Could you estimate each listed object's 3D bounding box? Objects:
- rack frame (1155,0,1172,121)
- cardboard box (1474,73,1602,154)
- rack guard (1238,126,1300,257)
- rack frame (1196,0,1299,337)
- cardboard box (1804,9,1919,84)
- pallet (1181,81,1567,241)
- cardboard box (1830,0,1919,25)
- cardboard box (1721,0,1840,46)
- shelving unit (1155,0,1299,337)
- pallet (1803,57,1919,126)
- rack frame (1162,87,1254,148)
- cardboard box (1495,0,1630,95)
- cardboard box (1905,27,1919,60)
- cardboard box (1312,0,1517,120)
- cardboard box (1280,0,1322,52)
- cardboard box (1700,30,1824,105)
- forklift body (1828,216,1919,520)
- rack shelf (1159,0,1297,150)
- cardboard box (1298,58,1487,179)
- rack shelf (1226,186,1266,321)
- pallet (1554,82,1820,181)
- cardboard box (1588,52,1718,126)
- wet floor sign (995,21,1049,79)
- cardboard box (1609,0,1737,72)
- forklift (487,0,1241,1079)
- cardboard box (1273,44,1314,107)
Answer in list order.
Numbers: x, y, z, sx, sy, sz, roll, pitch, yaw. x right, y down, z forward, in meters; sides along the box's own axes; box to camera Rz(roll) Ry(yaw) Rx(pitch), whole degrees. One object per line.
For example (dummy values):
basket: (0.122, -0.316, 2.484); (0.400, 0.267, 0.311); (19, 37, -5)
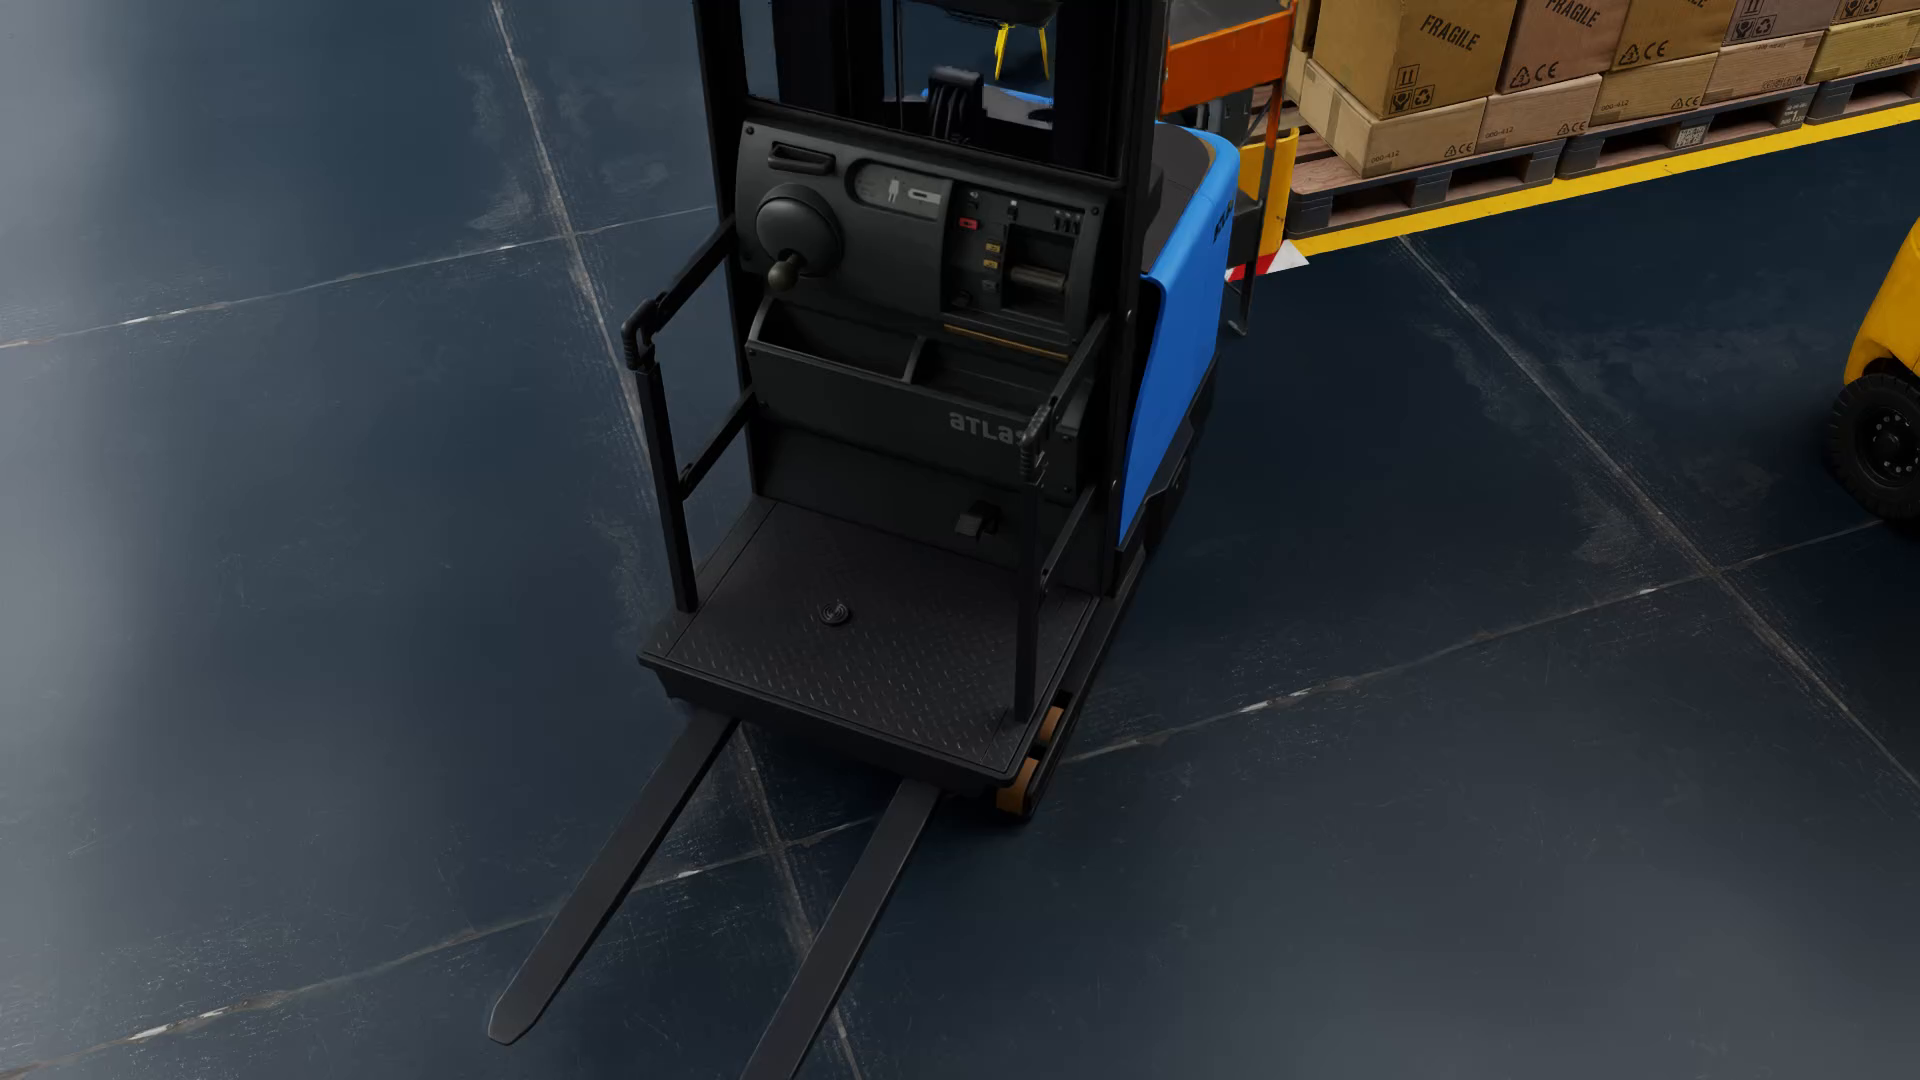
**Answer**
rack frame: (0.504, -1.420, 5.180); (0.015, 2.100, 0.400); (-22, 50, -21)
cardboard box: (2.152, -1.799, 6.570); (0.500, 0.250, 0.500); (-13, 46, -12)
rack guard: (0.888, -1.630, 6.521); (0.348, 0.500, 1.175); (-14, 47, -14)
rack frame: (0.925, -1.594, 5.354); (0.015, 2.100, 0.400); (-22, 50, -21)
cardboard box: (3.617, -2.177, 6.947); (0.500, 0.250, 0.500); (-15, 47, -15)
pallet: (1.664, -1.699, 6.795); (1.213, 0.211, 1.003); (-14, 47, -14)
cardboard box: (3.636, -2.453, 6.693); (0.500, 0.500, 0.500); (-14, 47, -13)
cardboard box: (3.156, -2.330, 6.570); (0.500, 0.500, 0.500); (-12, 46, -12)
shelving unit: (0.715, -1.507, 5.267); (0.503, 2.100, 0.431); (-22, 50, -21)
pallet: (3.959, -2.286, 7.380); (1.213, 0.211, 1.003); (-14, 47, -14)
rack frame: (0.816, -2.494, 5.618); (0.127, 3.000, 1.000); (-14, 47, -14)
cardboard box: (2.182, -2.081, 6.321); (0.500, 0.500, 0.500); (-16, 47, -15)
cardboard box: (4.114, -2.312, 7.081); (0.500, 0.250, 0.500); (-12, 46, -12)
cardboard box: (1.691, -1.952, 6.193); (0.500, 0.500, 0.500); (-16, 47, -15)
cardboard box: (1.481, -2.302, 6.542); (0.500, 0.500, 0.500); (-14, 47, -14)
cardboard box: (3.137, -2.058, 6.828); (0.500, 0.250, 0.500); (-14, 47, -13)
forklift body: (3.669, -0.560, 4.289); (1.214, 2.155, 2.313); (-14, 47, -14)
rack shelf: (0.715, -1.497, 5.277); (0.480, 0.518, 0.431); (-22, 50, -21)
cardboard box: (1.669, -1.681, 6.452); (0.500, 0.250, 0.500); (-15, 47, -14)
rack shelf: (0.712, -1.005, 5.775); (0.480, 0.518, 0.431); (-22, 50, -21)
pallet: (2.810, -1.990, 7.085); (1.213, 0.211, 1.003); (-14, 47, -14)
cardboard box: (2.661, -1.938, 6.709); (0.500, 0.250, 0.500); (-11, 46, -11)
wet floor sign: (0.274, -2.330, 7.116); (0.232, 0.644, 0.267); (0, 45, 0)
cardboard box: (2.656, -2.196, 6.436); (0.500, 0.500, 0.500); (-13, 47, -13)
forklift: (-0.190, -0.639, 3.817); (1.130, 2.935, 3.031); (17, 47, 16)
cardboard box: (1.508, -2.051, 6.821); (0.500, 0.250, 0.500); (-15, 47, -14)
